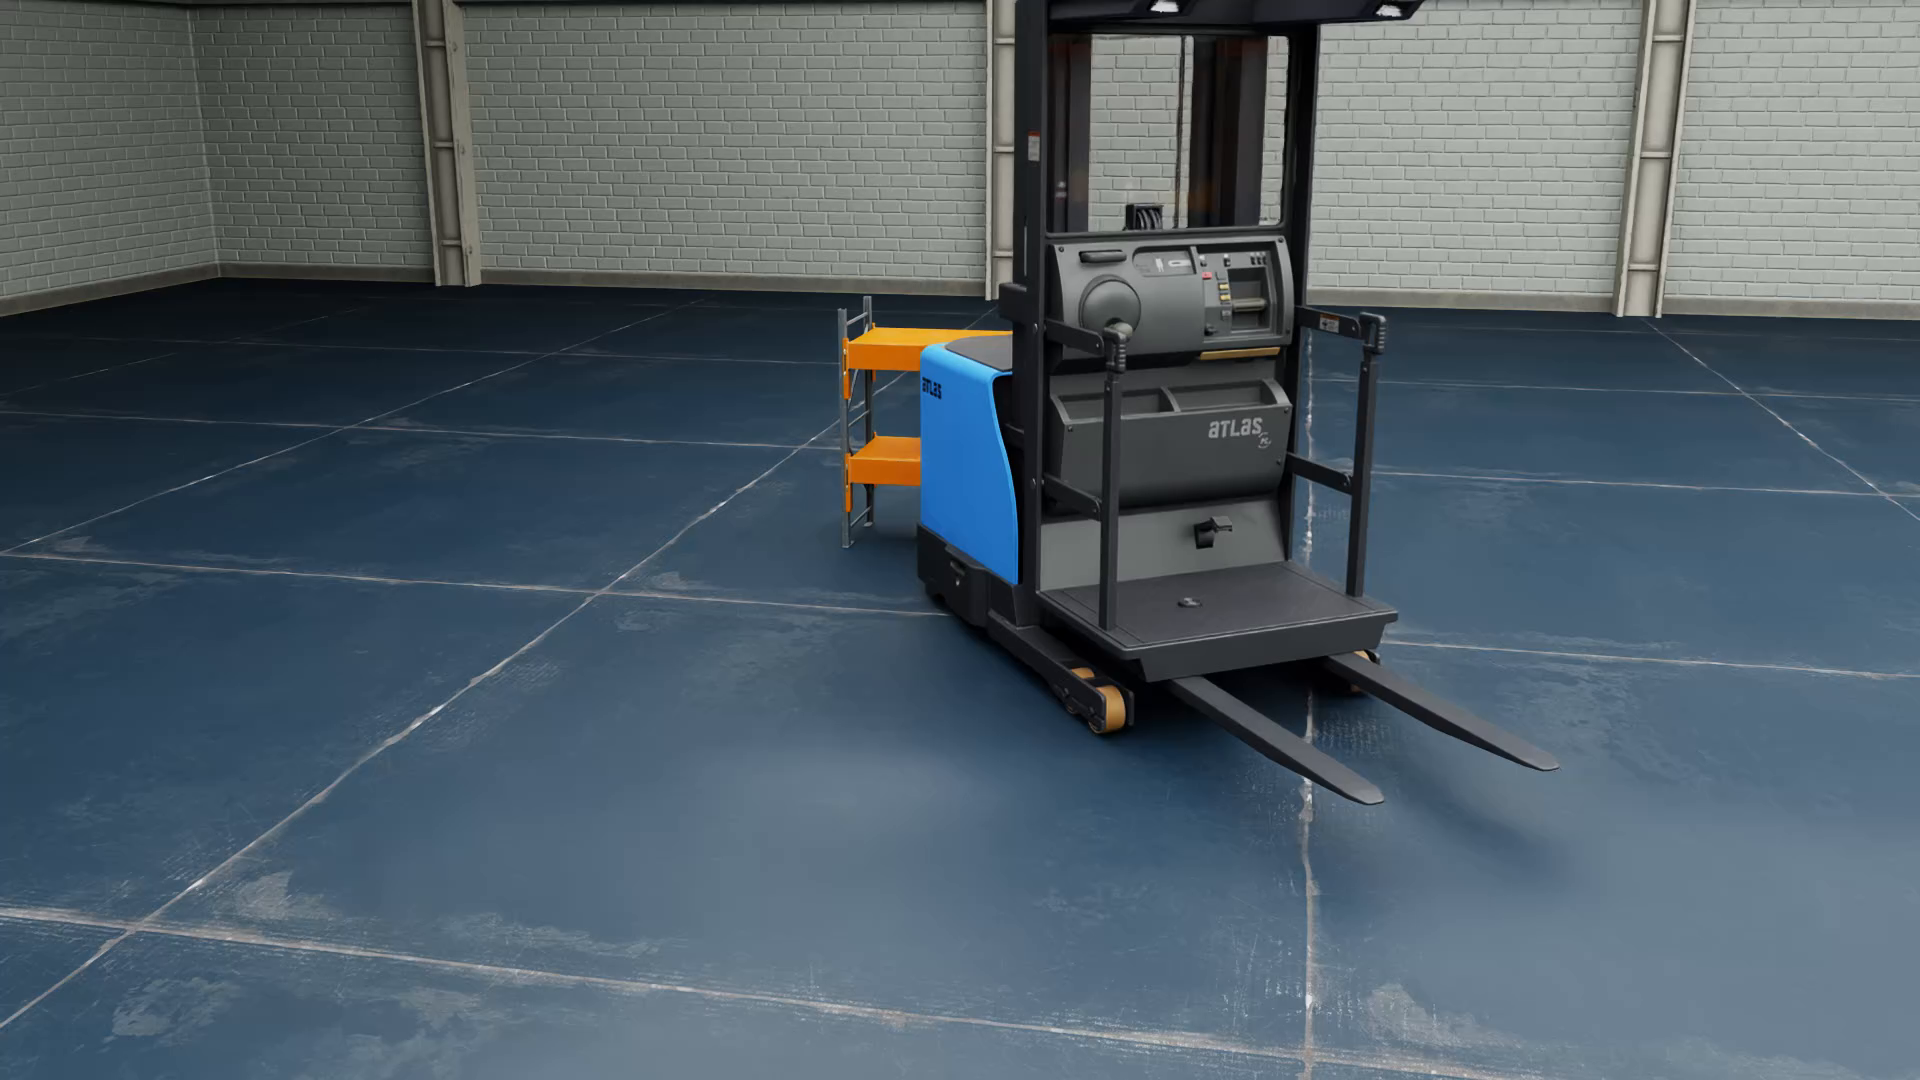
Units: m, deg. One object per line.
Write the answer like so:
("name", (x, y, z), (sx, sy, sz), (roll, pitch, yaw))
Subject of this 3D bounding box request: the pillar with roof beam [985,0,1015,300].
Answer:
("pillar with roof beam", (-0.381, -5.647, 11.520), (0.400, 9.000, 9.100), (3, 16, 11))

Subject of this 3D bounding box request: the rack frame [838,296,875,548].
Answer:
("rack frame", (-0.492, -0.569, 7.938), (0.032, 1.125, 0.500), (3, 16, 11))

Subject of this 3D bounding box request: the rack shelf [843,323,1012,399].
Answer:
("rack shelf", (0.007, -0.824, 7.762), (1.000, 0.278, 0.538), (3, 16, 11))

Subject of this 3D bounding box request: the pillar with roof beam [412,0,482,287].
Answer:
("pillar with roof beam", (-6.261, -5.966, 12.673), (0.400, 9.000, 9.100), (3, 16, 11))

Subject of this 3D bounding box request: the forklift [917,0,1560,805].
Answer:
("forklift", (0.847, -0.883, 5.691), (1.130, 2.935, 3.031), (-6, 17, -22))

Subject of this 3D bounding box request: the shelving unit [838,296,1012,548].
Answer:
("shelving unit", (0.007, -0.542, 7.841), (1.048, 1.125, 0.538), (3, 16, 11))

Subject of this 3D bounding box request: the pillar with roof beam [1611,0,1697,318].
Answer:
("pillar with roof beam", (5.498, -5.328, 10.368), (0.400, 9.000, 9.100), (3, 16, 11))

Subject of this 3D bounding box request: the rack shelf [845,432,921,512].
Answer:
("rack shelf", (0.007, -0.306, 7.906), (1.000, 0.278, 0.538), (3, 16, 11))
